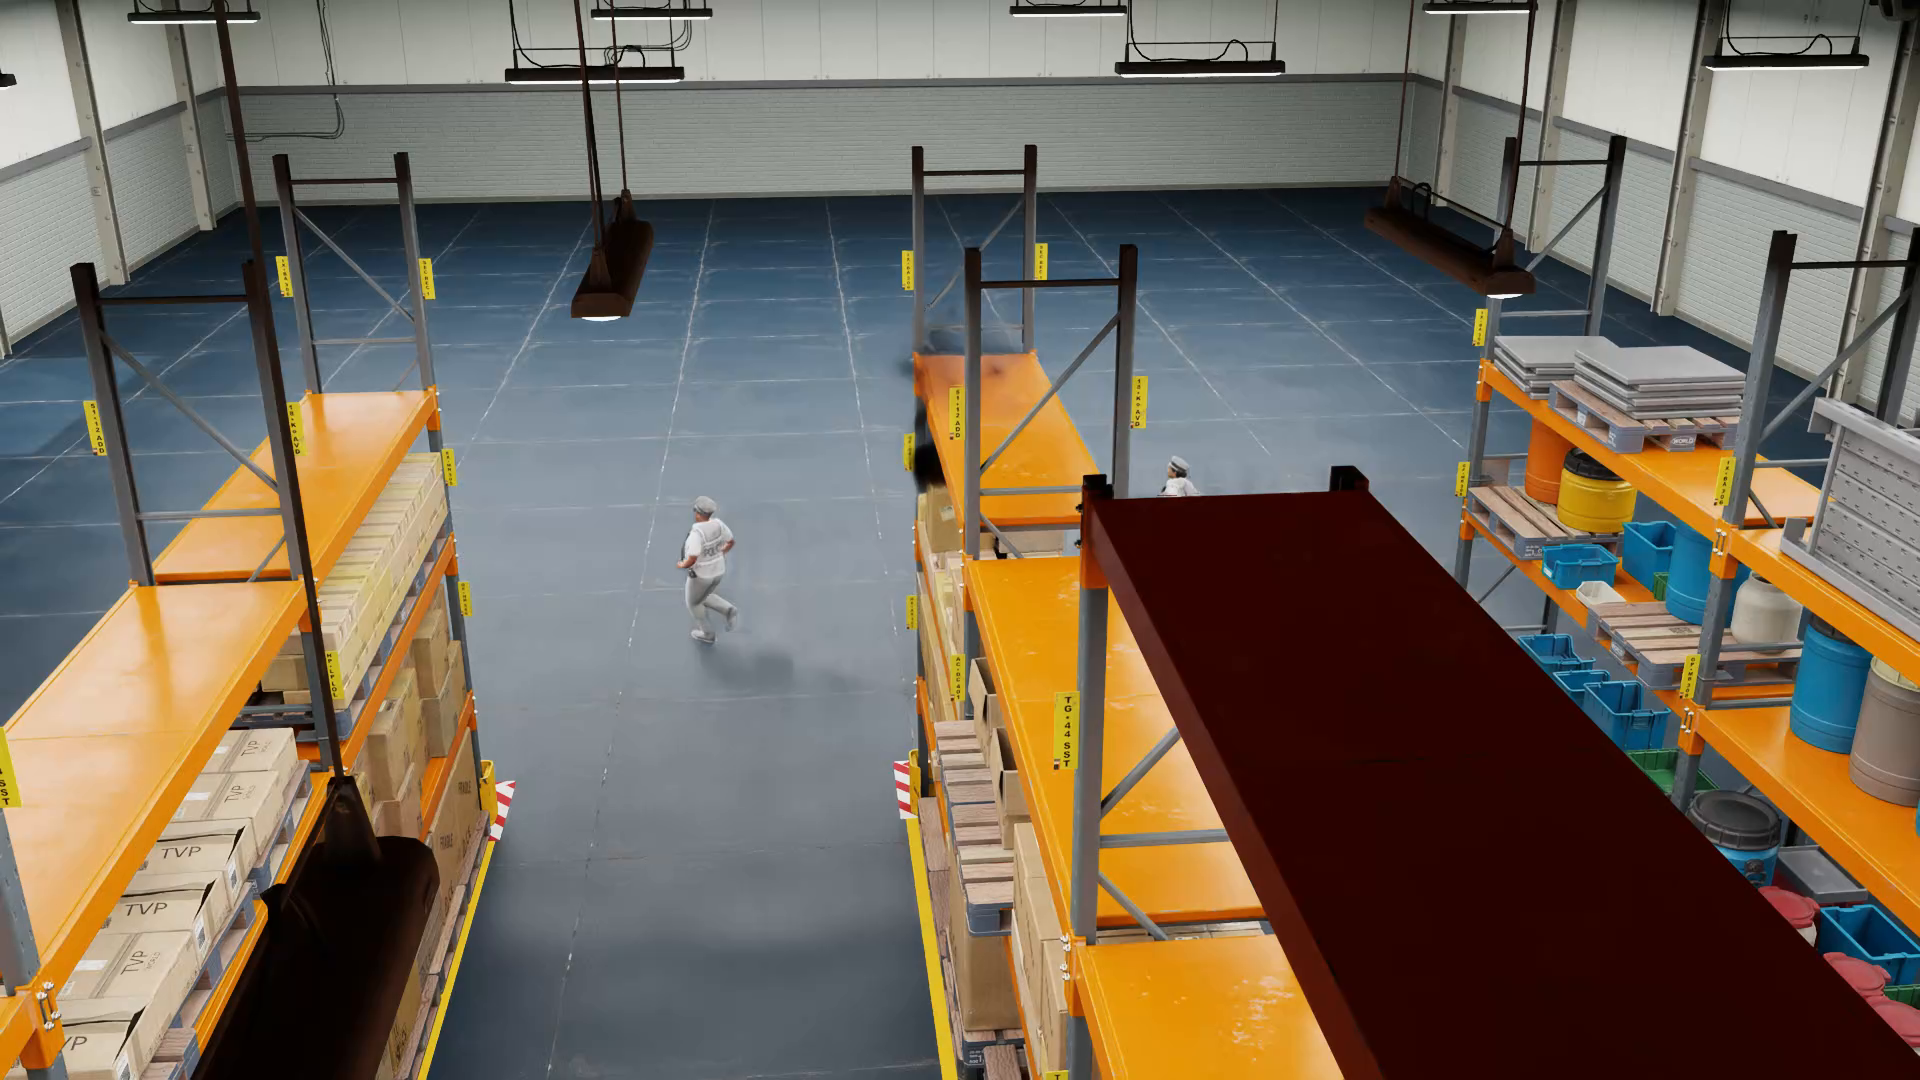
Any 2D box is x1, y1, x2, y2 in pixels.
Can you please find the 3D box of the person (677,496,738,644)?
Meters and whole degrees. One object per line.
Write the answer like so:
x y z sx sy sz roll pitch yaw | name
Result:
-2.825 0.336 18.460 0.580 1.730 0.678 13 25 29 | person

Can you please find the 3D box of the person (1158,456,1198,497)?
2.509 -0.226 19.917 0.624 1.660 0.593 6 22 16 | person
